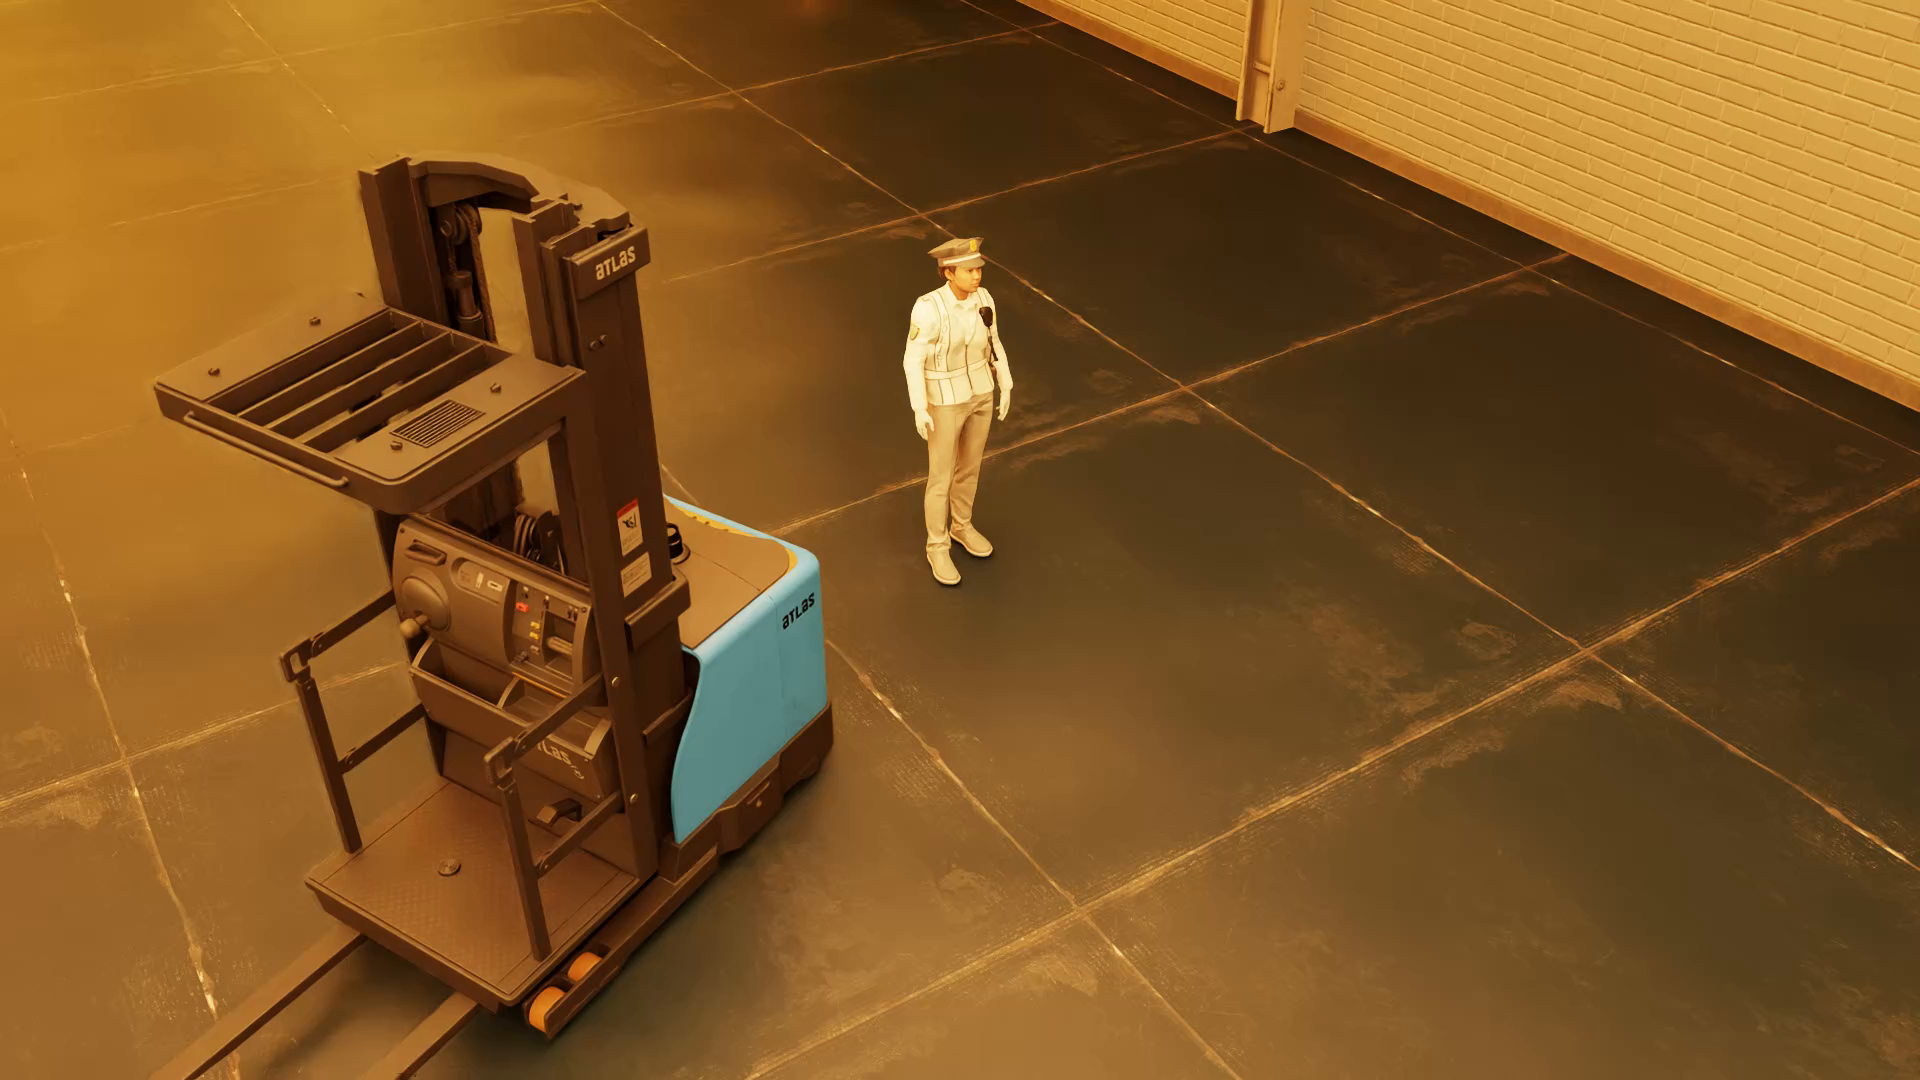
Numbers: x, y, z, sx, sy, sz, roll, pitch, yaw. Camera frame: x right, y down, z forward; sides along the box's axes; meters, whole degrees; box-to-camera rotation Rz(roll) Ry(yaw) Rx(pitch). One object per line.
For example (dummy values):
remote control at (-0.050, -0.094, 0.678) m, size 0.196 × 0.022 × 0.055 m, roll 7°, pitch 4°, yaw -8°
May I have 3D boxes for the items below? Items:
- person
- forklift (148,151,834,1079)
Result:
person at (0.032, -0.664, 8.155) m, size 0.587 × 1.694 × 0.530 m, roll -21°, pitch 40°, yaw -27°
forklift at (-1.769, 0.303, 5.716) m, size 1.130 × 2.935 × 3.031 m, roll 20°, pitch 40°, yaw 26°
